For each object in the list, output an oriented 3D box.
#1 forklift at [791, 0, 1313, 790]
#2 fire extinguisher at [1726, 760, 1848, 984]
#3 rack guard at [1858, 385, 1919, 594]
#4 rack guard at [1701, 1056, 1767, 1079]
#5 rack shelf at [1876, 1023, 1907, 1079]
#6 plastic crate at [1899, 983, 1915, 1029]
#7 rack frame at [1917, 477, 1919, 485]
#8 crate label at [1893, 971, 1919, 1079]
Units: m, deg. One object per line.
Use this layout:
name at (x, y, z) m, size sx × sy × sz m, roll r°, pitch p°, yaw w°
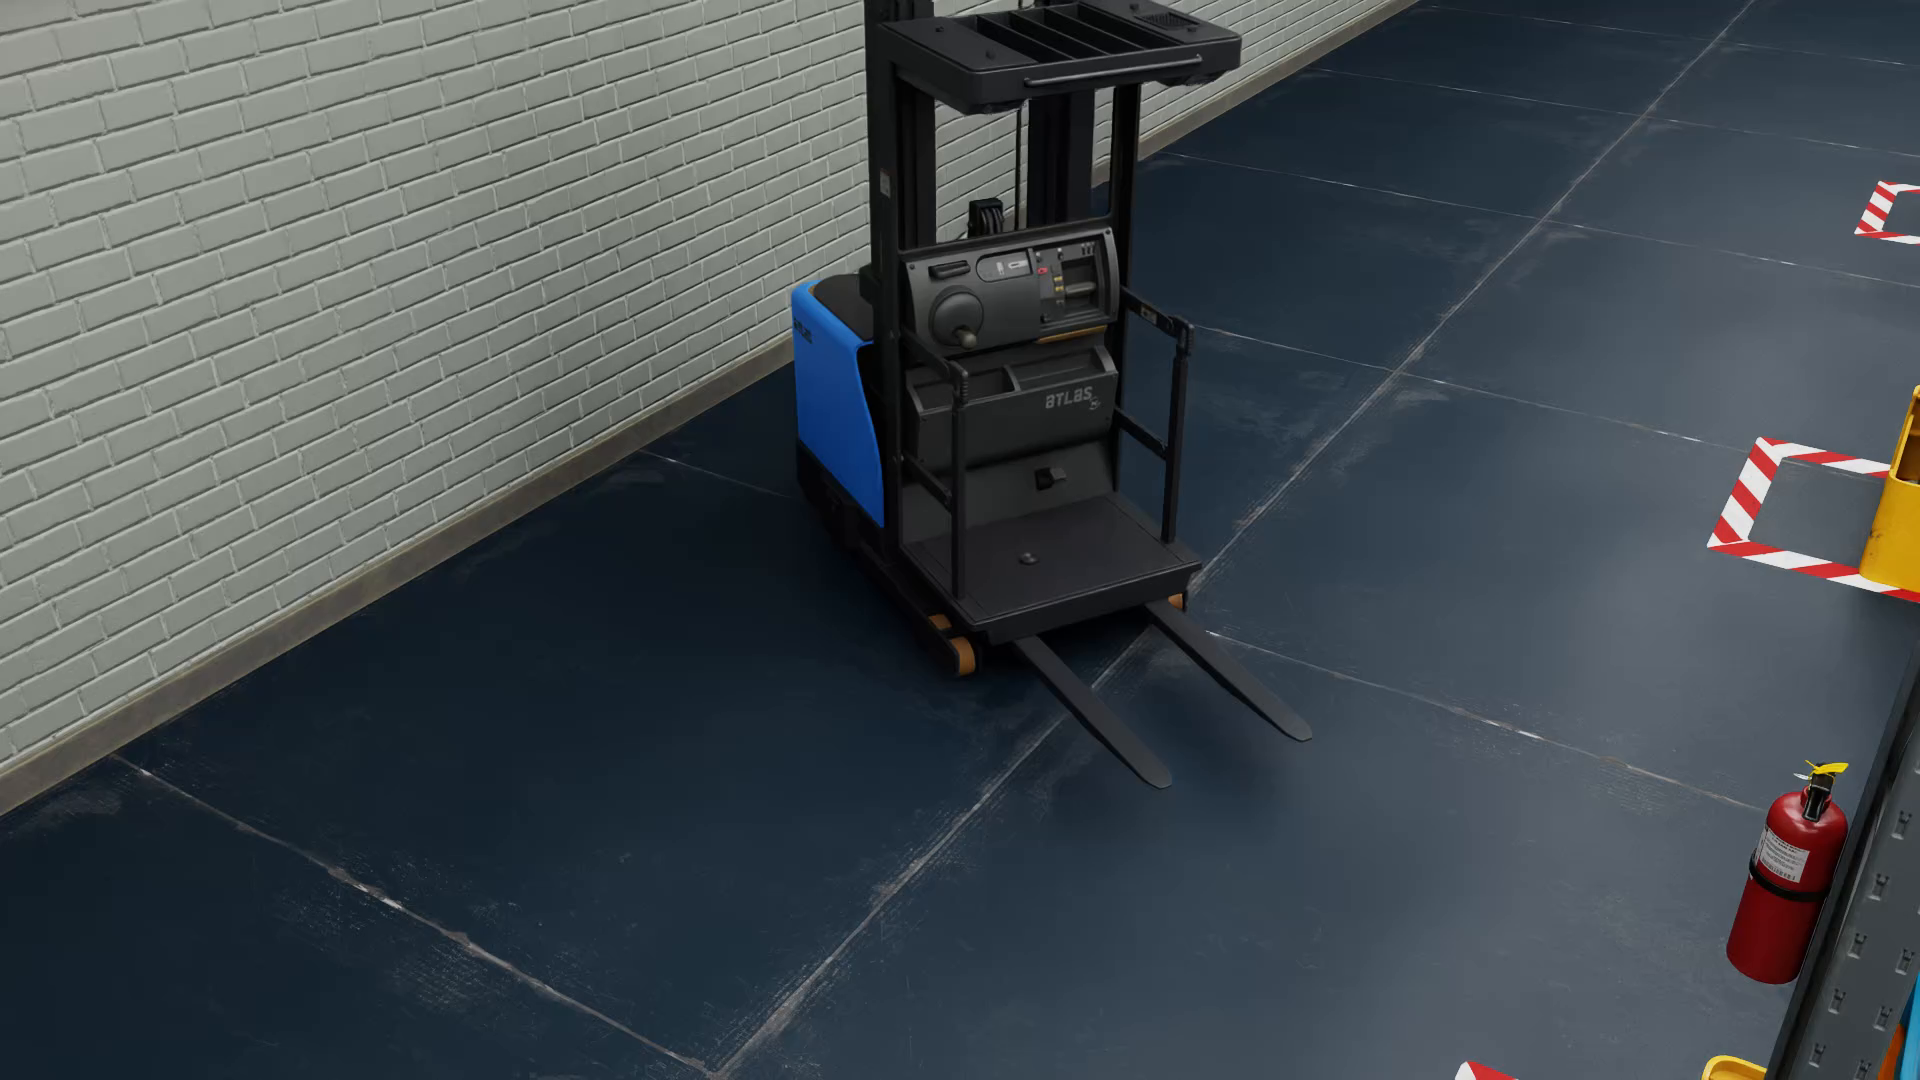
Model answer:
forklift at (0.317, -0.960, 6.487) m, size 1.130 × 2.935 × 3.031 m, roll -14°, pitch 33°, yaw -23°
fire extinguisher at (1.981, 0.749, 3.937) m, size 0.183 × 0.674 × 0.296 m, roll 18°, pitch 35°, yaw 27°
rack guard at (4.480, -0.252, 7.686) m, size 0.348 × 0.500 × 1.175 m, roll 18°, pitch 35°, yaw 27°
rack guard at (1.840, 1.867, 4.053) m, size 0.348 × 0.500 × 1.175 m, roll 18°, pitch 35°, yaw 27°
rack shelf at (3.561, 1.635, 2.685) m, size 4.000 × 0.370 × 1.077 m, roll 18°, pitch 35°, yaw 27°
plastic crate at (2.250, 0.757, 3.381) m, size 0.499 × 0.435 × 0.616 m, roll 18°, pitch 35°, yaw 27°
rack frame at (4.500, -1.325, 7.045) m, size 0.127 × 3.000 × 1.000 m, roll 18°, pitch 35°, yaw 27°
crate label at (1.901, 1.042, 3.095) m, size 0.303 × 0.233 × 0.416 m, roll 18°, pitch 35°, yaw 27°
